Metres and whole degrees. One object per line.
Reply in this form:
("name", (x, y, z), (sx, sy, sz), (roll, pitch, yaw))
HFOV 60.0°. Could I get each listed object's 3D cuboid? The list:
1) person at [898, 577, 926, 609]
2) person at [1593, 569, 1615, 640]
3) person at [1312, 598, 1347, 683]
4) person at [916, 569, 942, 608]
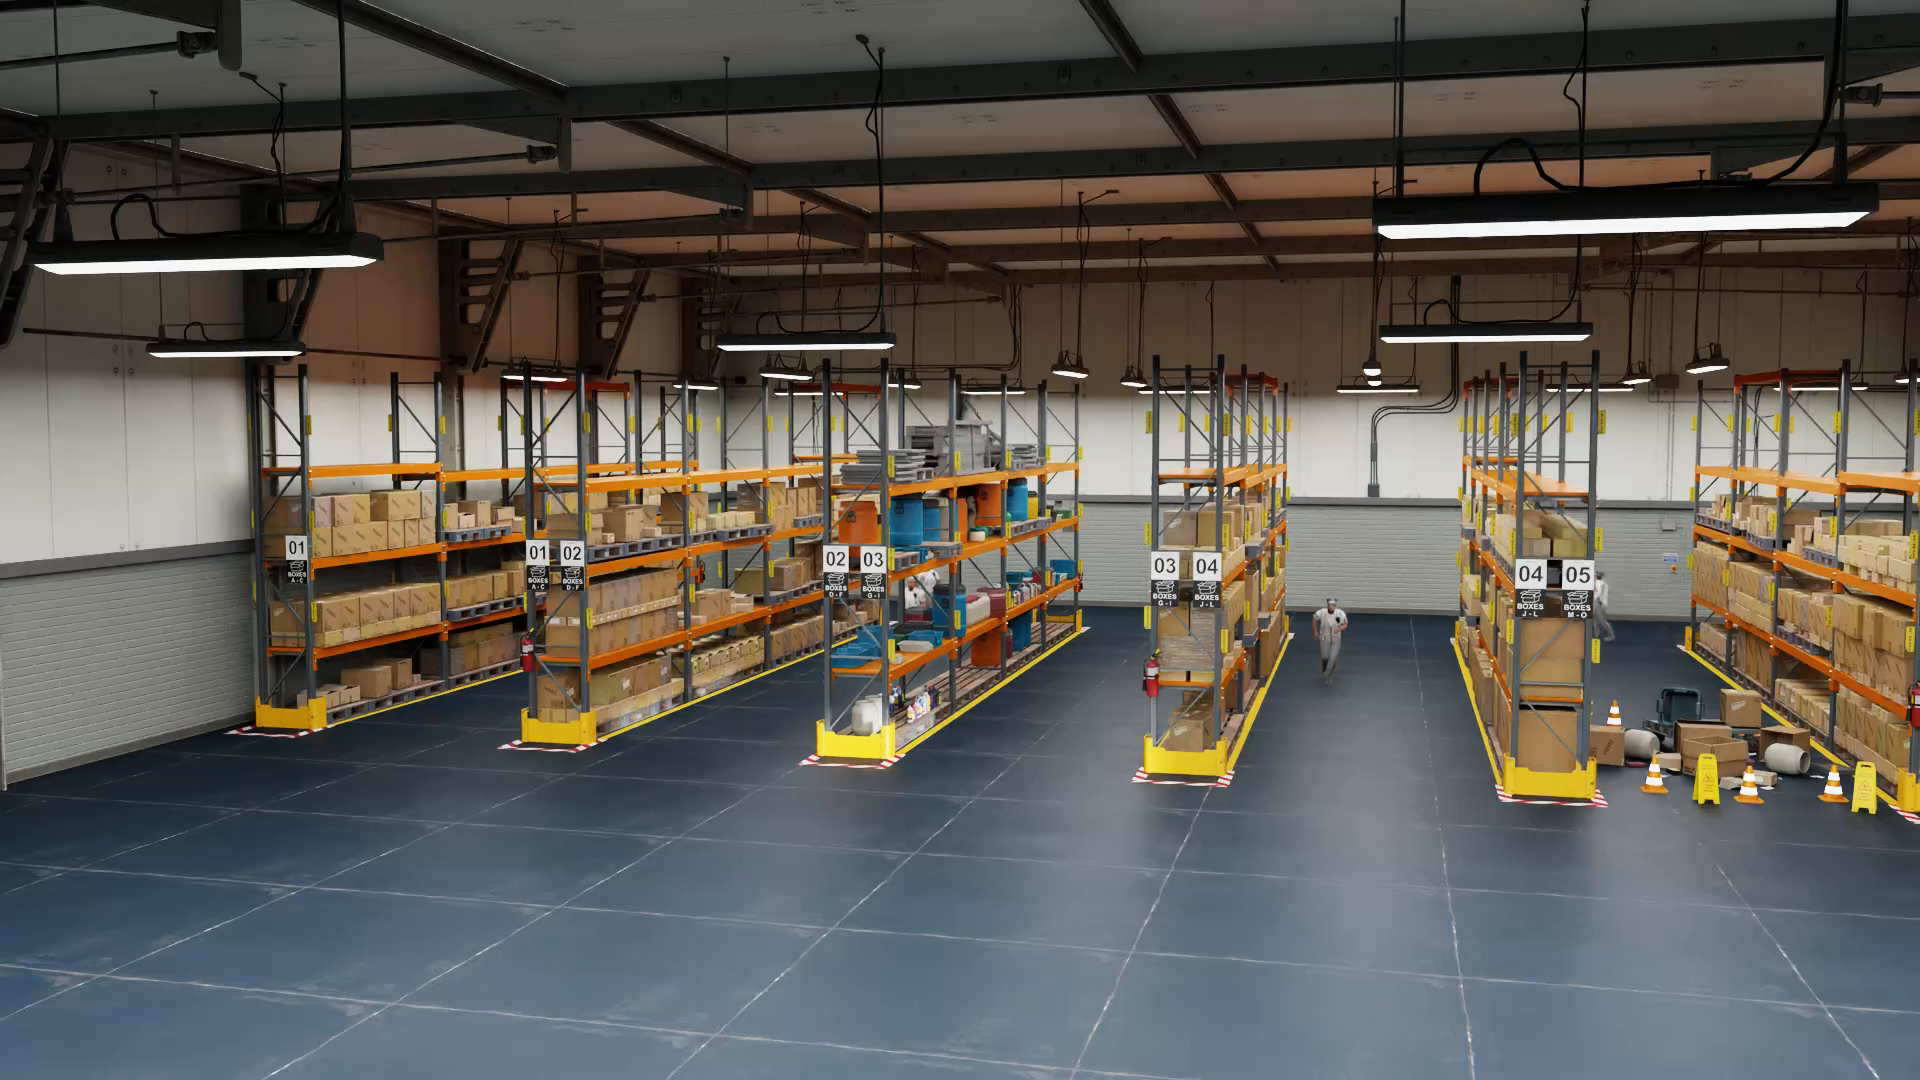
("person", (-0.993, 1.568, 34.083), (0.595, 1.642, 0.516), (1, 4, 12))
("person", (14.790, 1.497, 38.508), (0.755, 1.645, 0.642), (1, 4, 15))
("person", (7.187, 1.946, 32.312), (0.653, 1.689, 0.746), (0, 4, 6))
("person", (-0.728, 1.317, 41.139), (0.624, 1.685, 0.840), (-2, 4, -24))
